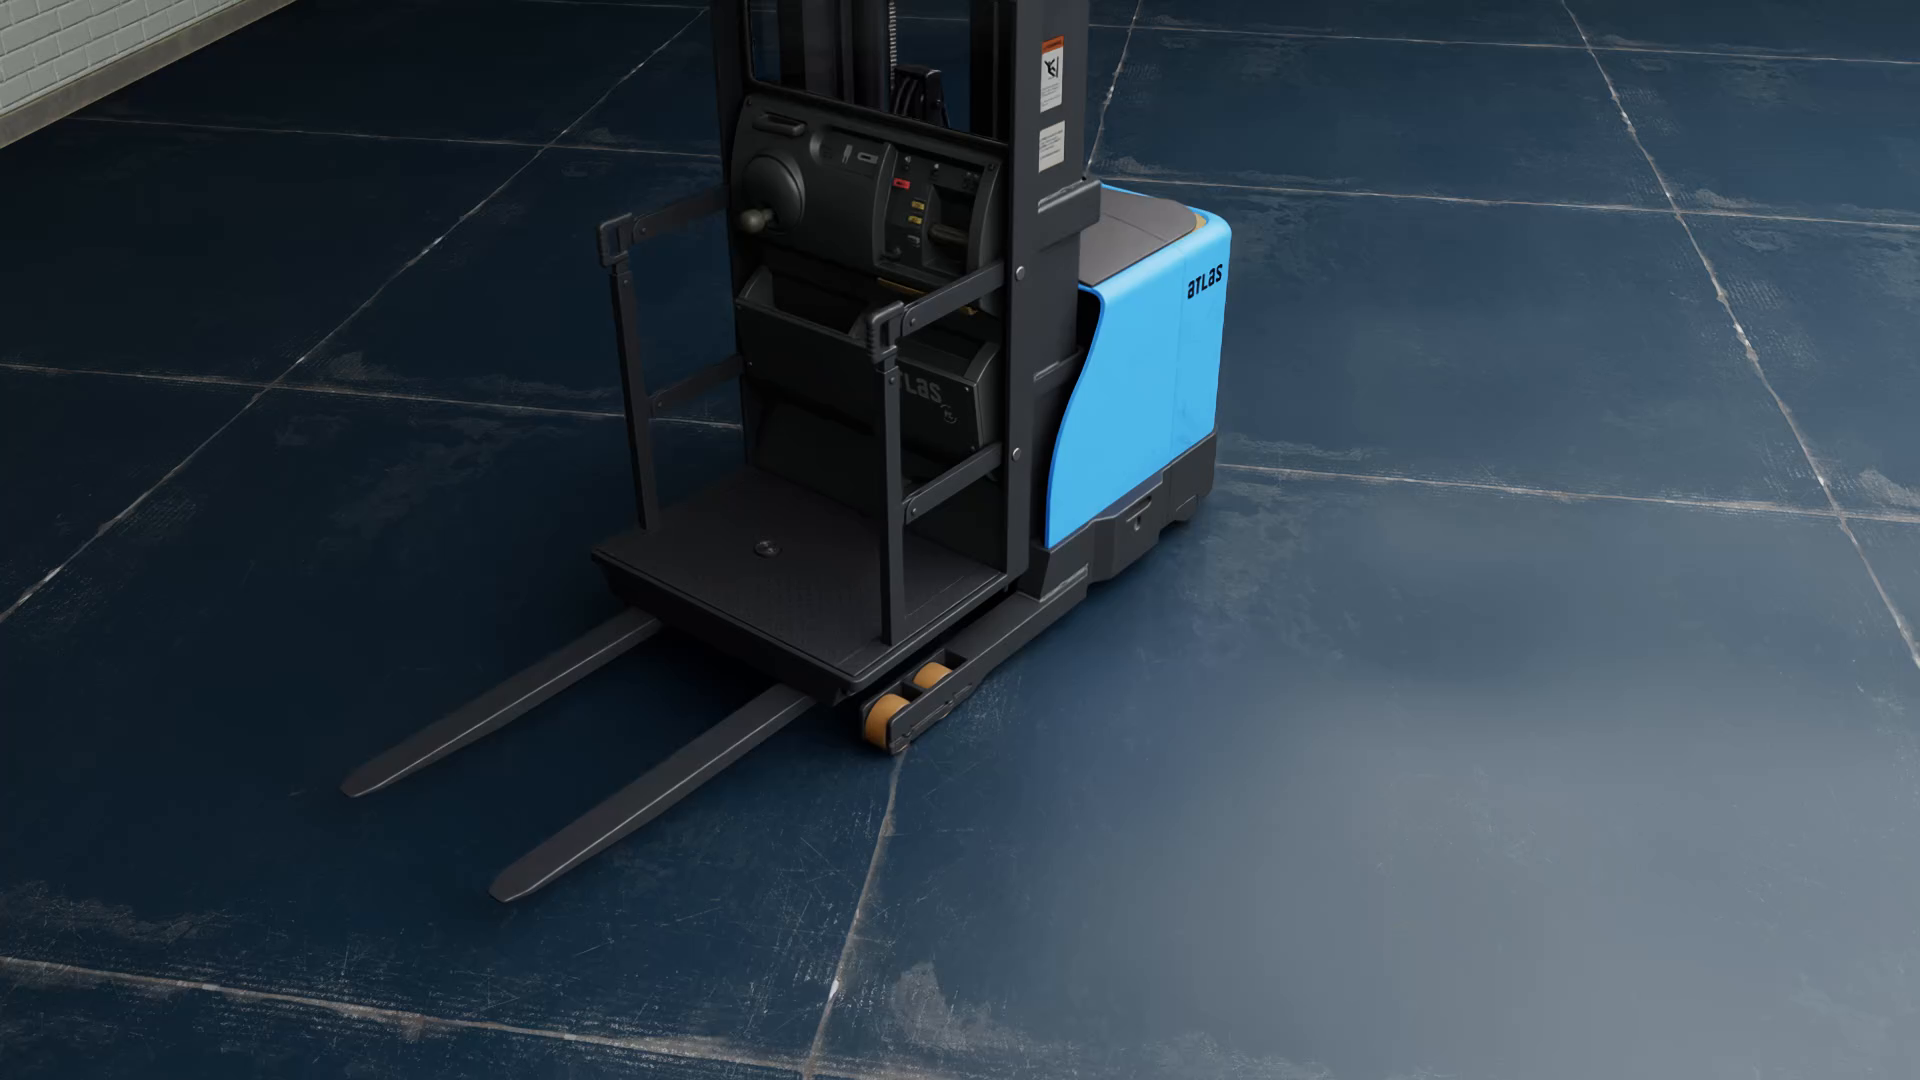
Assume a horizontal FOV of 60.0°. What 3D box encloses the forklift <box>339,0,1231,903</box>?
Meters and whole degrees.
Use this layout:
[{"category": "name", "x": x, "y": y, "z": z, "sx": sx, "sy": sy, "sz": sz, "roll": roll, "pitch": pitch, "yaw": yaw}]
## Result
[{"category": "forklift", "x": -0.409, "y": -0.930, "z": 4.474, "sx": 1.130, "sy": 2.935, "sz": 3.031, "roll": 23, "pitch": 39, "yaw": 32}]
